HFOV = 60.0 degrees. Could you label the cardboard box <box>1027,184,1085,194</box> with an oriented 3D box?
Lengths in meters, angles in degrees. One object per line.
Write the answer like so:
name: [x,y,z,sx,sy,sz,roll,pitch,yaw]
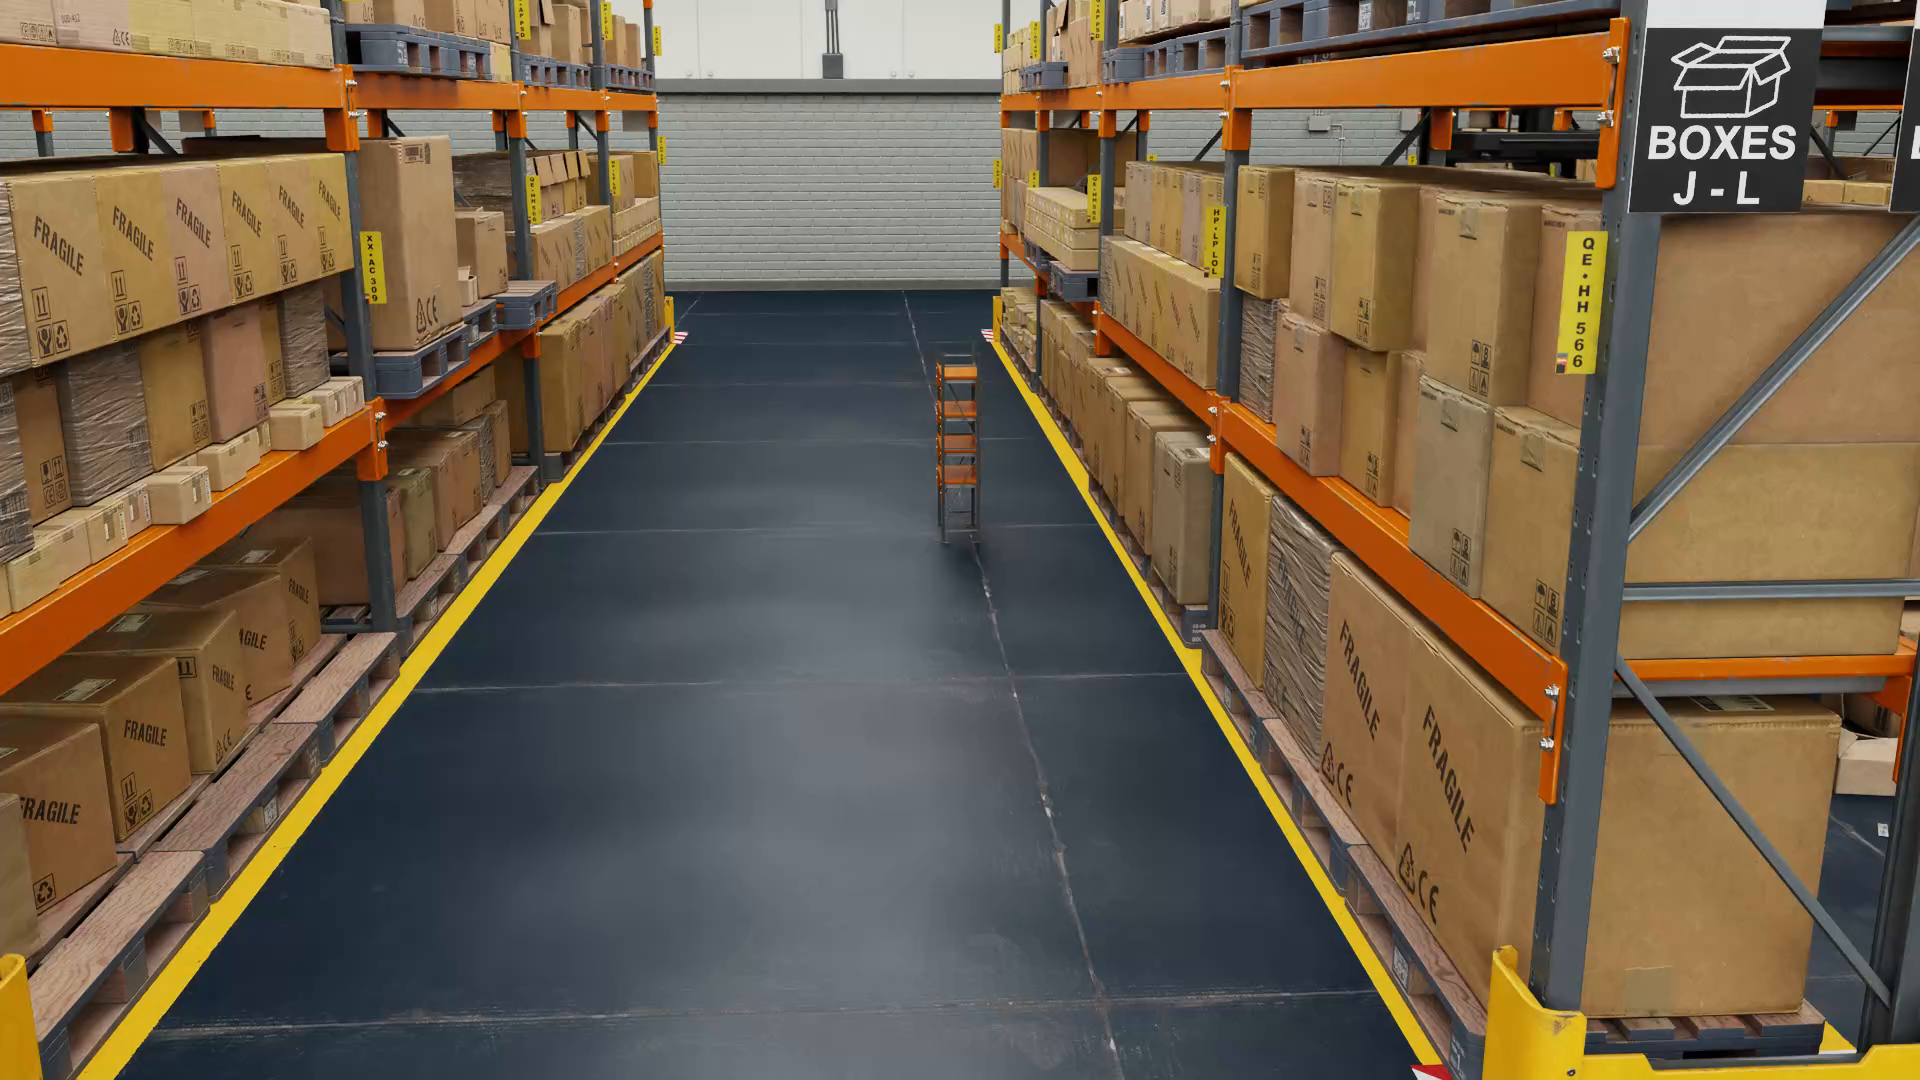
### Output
cardboard box: [0.918,-3.166,16.013,0.500,0.500,0.500,-1,14,-3]

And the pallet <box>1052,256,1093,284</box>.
pallet: [1.314,-2.261,13.681,1.003,0.211,1.213,-1,14,-3]

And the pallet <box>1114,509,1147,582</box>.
pallet: [1.524,-0.012,10.150,1.003,0.211,1.213,-1,14,-3]

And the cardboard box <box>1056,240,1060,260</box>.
cardboard box: [0.947,-2.248,12.904,0.380,0.149,0.250,-1,14,-4]

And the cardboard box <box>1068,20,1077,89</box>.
cardboard box: [1.118,-3.750,12.862,0.500,0.500,0.500,-1,14,-3]

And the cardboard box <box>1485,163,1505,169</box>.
cardboard box: [5.795,-3.857,17.292,0.500,0.500,0.500,-1,14,-3]

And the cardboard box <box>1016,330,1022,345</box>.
cardboard box: [0.804,-2.155,17.761,0.380,0.149,0.250,-1,14,-3]

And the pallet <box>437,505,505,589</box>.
pallet: [-3.360,0.036,9.961,1.003,0.211,1.213,-1,14,-3]

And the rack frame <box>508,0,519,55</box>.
rack frame: [-3.479,-4.717,10.798,1.000,3.000,0.127,-1,14,-3]

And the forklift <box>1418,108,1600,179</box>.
forklift: [3.806,-1.782,11.568,1.130,2.935,3.031,-2,15,-8]

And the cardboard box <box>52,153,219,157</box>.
cardboard box: [-3.457,-1.377,7.055,0.500,0.500,0.500,-1,14,-3]

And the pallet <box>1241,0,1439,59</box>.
pallet: [1.766,-2.074,6.725,1.003,0.211,1.213,-1,14,-3]

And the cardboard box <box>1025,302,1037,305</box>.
cardboard box: [0.888,-2.439,17.672,0.380,0.149,0.250,-1,14,-3]

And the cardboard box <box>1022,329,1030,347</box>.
cardboard box: [0.830,-2.031,16.682,0.380,0.149,0.250,-1,14,-5]

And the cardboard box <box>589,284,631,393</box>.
cardboard box: [-3.667,-1.821,15.007,1.225,0.875,0.875,-1,14,-3]

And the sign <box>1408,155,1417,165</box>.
sign: [5.362,-4.404,19.728,0.100,0.325,0.005,-1,14,-3]

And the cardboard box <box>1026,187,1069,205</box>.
cardboard box: [0.795,-3.122,15.109,0.380,0.149,0.250,0,14,-1]

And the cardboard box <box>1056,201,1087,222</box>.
cardboard box: [0.940,-2.541,12.851,0.380,0.149,0.250,0,14,-2]

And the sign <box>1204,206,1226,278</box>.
sign: [1.185,-1.379,7.703,0.100,0.325,0.005,-1,14,-3]

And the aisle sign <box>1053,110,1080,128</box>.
aisle sign: [1.277,-5.134,19.243,0.394,0.787,0.004,-1,14,-3]

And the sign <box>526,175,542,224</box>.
sign: [-2.938,-2.344,11.453,0.100,0.325,0.005,-1,14,-3]

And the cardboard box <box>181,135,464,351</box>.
cardboard box: [-3.141,-1.510,8.329,1.000,1.000,1.000,-1,14,-3]

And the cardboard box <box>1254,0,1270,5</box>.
cardboard box: [1.427,-2.290,6.849,0.380,0.149,0.250,-1,14,-3]

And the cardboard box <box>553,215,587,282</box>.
cardboard box: [-3.336,-2.365,13.496,0.500,0.500,0.500,-1,14,-3]

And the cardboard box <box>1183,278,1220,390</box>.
cardboard box: [1.426,-1.042,8.355,0.500,0.500,0.500,-1,14,-4]

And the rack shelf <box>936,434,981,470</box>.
rack shelf: [-0.010,-0.557,10.554,0.258,0.148,0.480,-1,14,-3]

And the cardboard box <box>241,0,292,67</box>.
cardboard box: [-2.920,-1.957,6.394,0.500,0.250,0.500,-1,14,-2]

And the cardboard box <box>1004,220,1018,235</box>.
cardboard box: [0.695,-3.515,18.670,0.380,0.149,0.250,-1,14,-5]

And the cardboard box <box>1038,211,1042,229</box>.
cardboard box: [0.865,-2.718,14.134,0.380,0.149,0.250,0,14,-1]

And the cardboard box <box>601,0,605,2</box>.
cardboard box: [-3.860,-5.414,16.781,0.500,0.250,0.500,-1,14,-5]

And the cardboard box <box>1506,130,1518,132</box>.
cardboard box: [5.829,-4.131,17.054,0.380,0.149,0.250,-1,14,-4]

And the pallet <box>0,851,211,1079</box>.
pallet: [-3.003,1.307,5.021,1.003,0.211,1.213,-1,14,-3]

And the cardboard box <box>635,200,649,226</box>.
cardboard box: [-3.617,-3.503,17.825,0.500,0.250,0.500,-1,14,-5]

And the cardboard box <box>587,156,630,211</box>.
cardboard box: [-3.524,-3.486,16.255,0.500,0.500,0.500,-1,14,-3]

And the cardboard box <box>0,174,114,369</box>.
cardboard box: [-2.769,-0.764,4.671,0.500,0.500,0.500,-1,14,-3]

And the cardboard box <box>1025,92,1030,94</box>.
cardboard box: [0.911,-4.480,16.198,0.500,0.250,0.500,-1,14,-4]

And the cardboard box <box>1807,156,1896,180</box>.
cardboard box: [6.625,-2.623,12.495,0.500,0.500,0.500,-1,14,-5]

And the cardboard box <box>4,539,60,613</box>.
cardboard box: [-2.760,0.101,4.619,0.380,0.149,0.250,-1,14,-3]

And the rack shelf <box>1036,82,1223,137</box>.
rack shelf: [1.354,-3.464,13.395,1.077,0.370,4.000,-1,14,-3]

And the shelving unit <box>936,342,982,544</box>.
shelving unit: [-0.010,-0.622,10.537,0.258,1.200,0.503,-1,14,-3]

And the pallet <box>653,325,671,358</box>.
pallet: [-3.847,-2.253,18.858,1.003,0.211,1.213,-1,14,-3]

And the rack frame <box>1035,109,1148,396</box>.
rack frame: [1.230,-2.857,15.612,1.000,3.000,0.127,-1,14,-3]

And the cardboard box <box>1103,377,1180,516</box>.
cardboard box: [1.483,-0.606,10.535,1.050,0.750,0.750,-1,14,-3]

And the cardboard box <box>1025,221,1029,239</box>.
cardboard box: [0.795,-2.834,15.183,0.380,0.149,0.250,-2,15,-6]

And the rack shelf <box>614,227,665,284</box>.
rack shelf: [-3.851,-2.955,17.435,1.077,0.370,4.000,-1,14,-3]

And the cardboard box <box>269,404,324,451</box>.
cardboard box: [-2.836,-0.460,6.798,0.380,0.149,0.250,-1,14,-3]

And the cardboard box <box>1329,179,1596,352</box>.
cardboard box: [1.801,-0.968,5.801,0.875,0.550,0.500,-1,14,-3]

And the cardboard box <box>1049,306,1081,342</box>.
cardboard box: [1.047,-1.893,14.533,0.500,0.250,0.500,0,14,-2]

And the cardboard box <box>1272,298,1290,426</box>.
cardboard box: [1.817,-0.712,6.974,0.875,0.550,0.550,-1,14,-3]

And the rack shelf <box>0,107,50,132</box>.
rack shelf: [-8.546,-3.336,12.898,1.077,0.370,4.000,-1,14,-3]

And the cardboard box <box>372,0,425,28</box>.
cardboard box: [-3.221,-2.875,8.611,0.797,0.503,0.637,0,14,-1]

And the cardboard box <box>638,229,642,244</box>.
cardboard box: [-3.511,-3.151,17.256,0.380,0.149,0.250,-1,14,-5]

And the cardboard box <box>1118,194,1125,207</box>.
cardboard box: [1.530,-2.806,13.881,0.380,0.149,0.250,-2,15,-6]

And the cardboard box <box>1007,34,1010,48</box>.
cardboard box: [0.717,-5.451,18.170,0.380,0.149,0.250,-1,14,-4]
